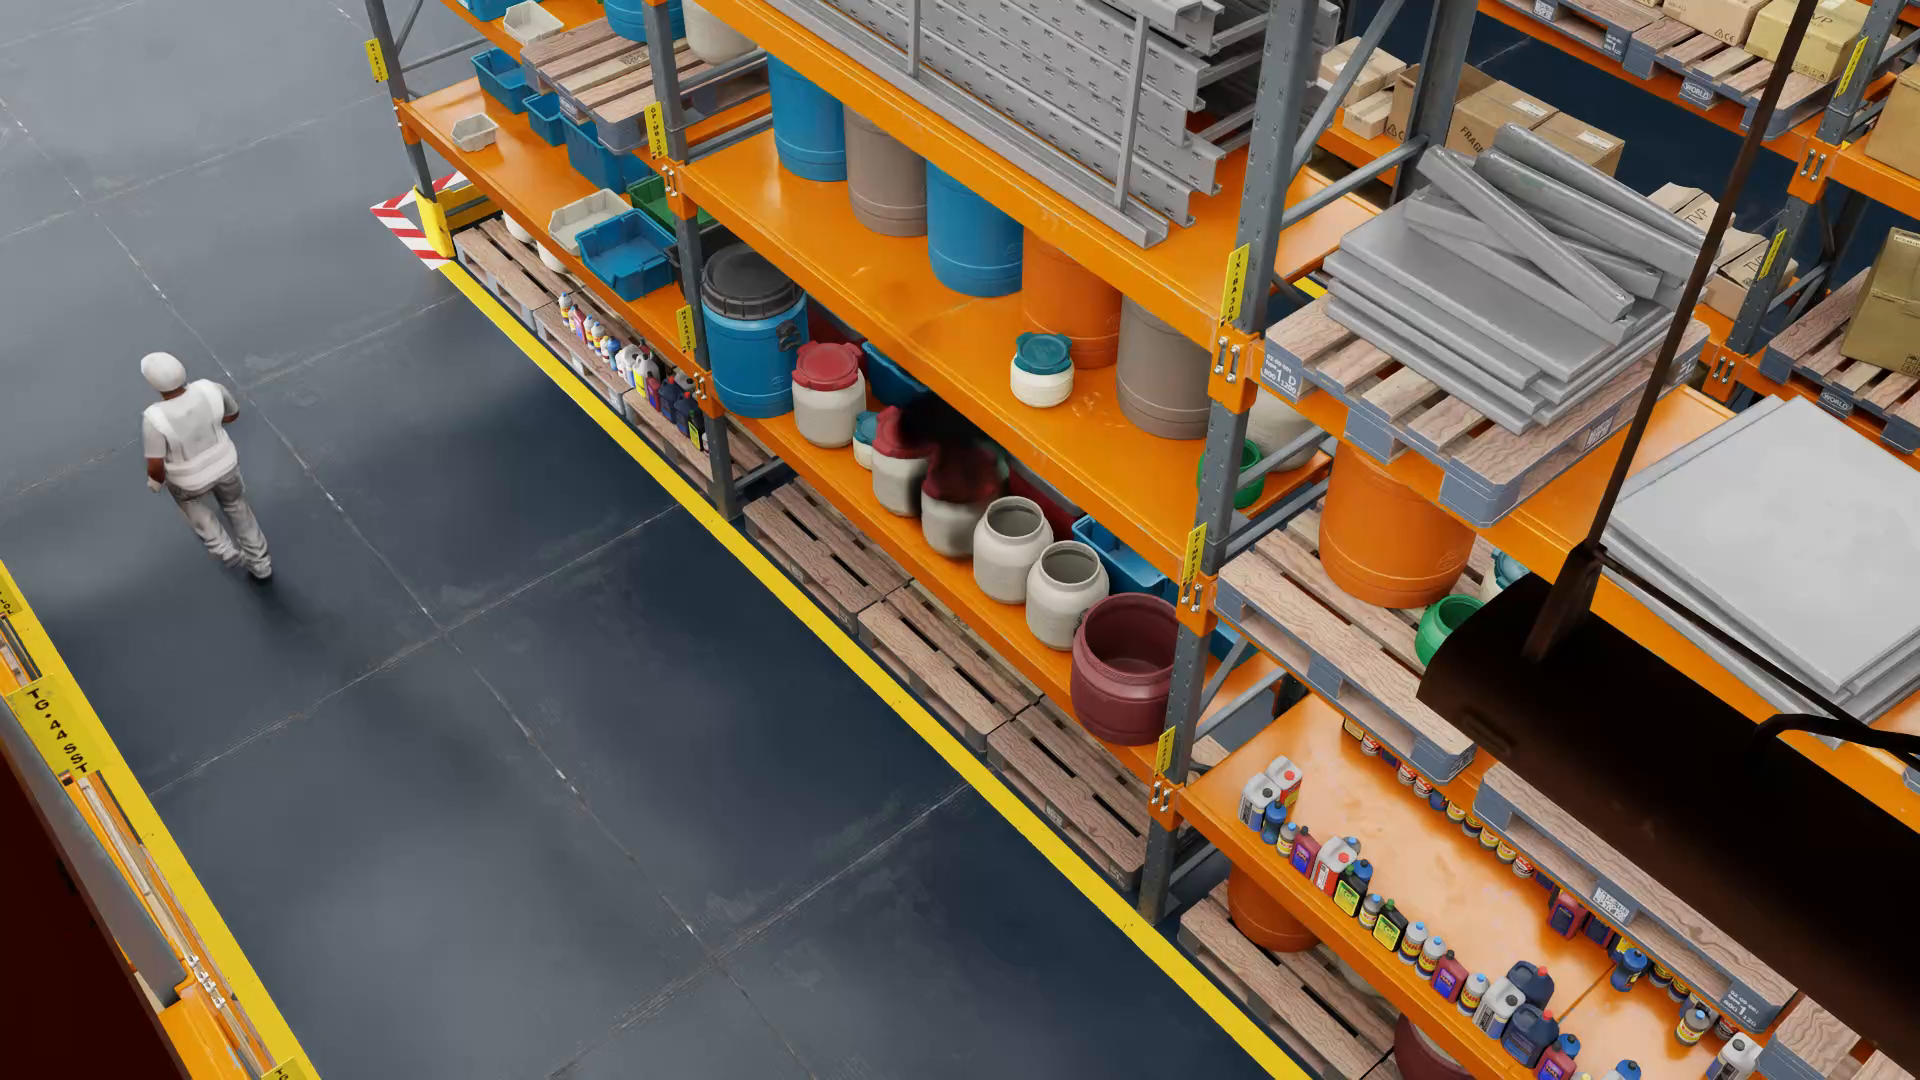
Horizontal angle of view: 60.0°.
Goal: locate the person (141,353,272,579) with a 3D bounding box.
[{"bbox_3d":[-4.683,-0.483,10.203,0.625,1.739,0.669,35,56,29],"label":"person"}]
